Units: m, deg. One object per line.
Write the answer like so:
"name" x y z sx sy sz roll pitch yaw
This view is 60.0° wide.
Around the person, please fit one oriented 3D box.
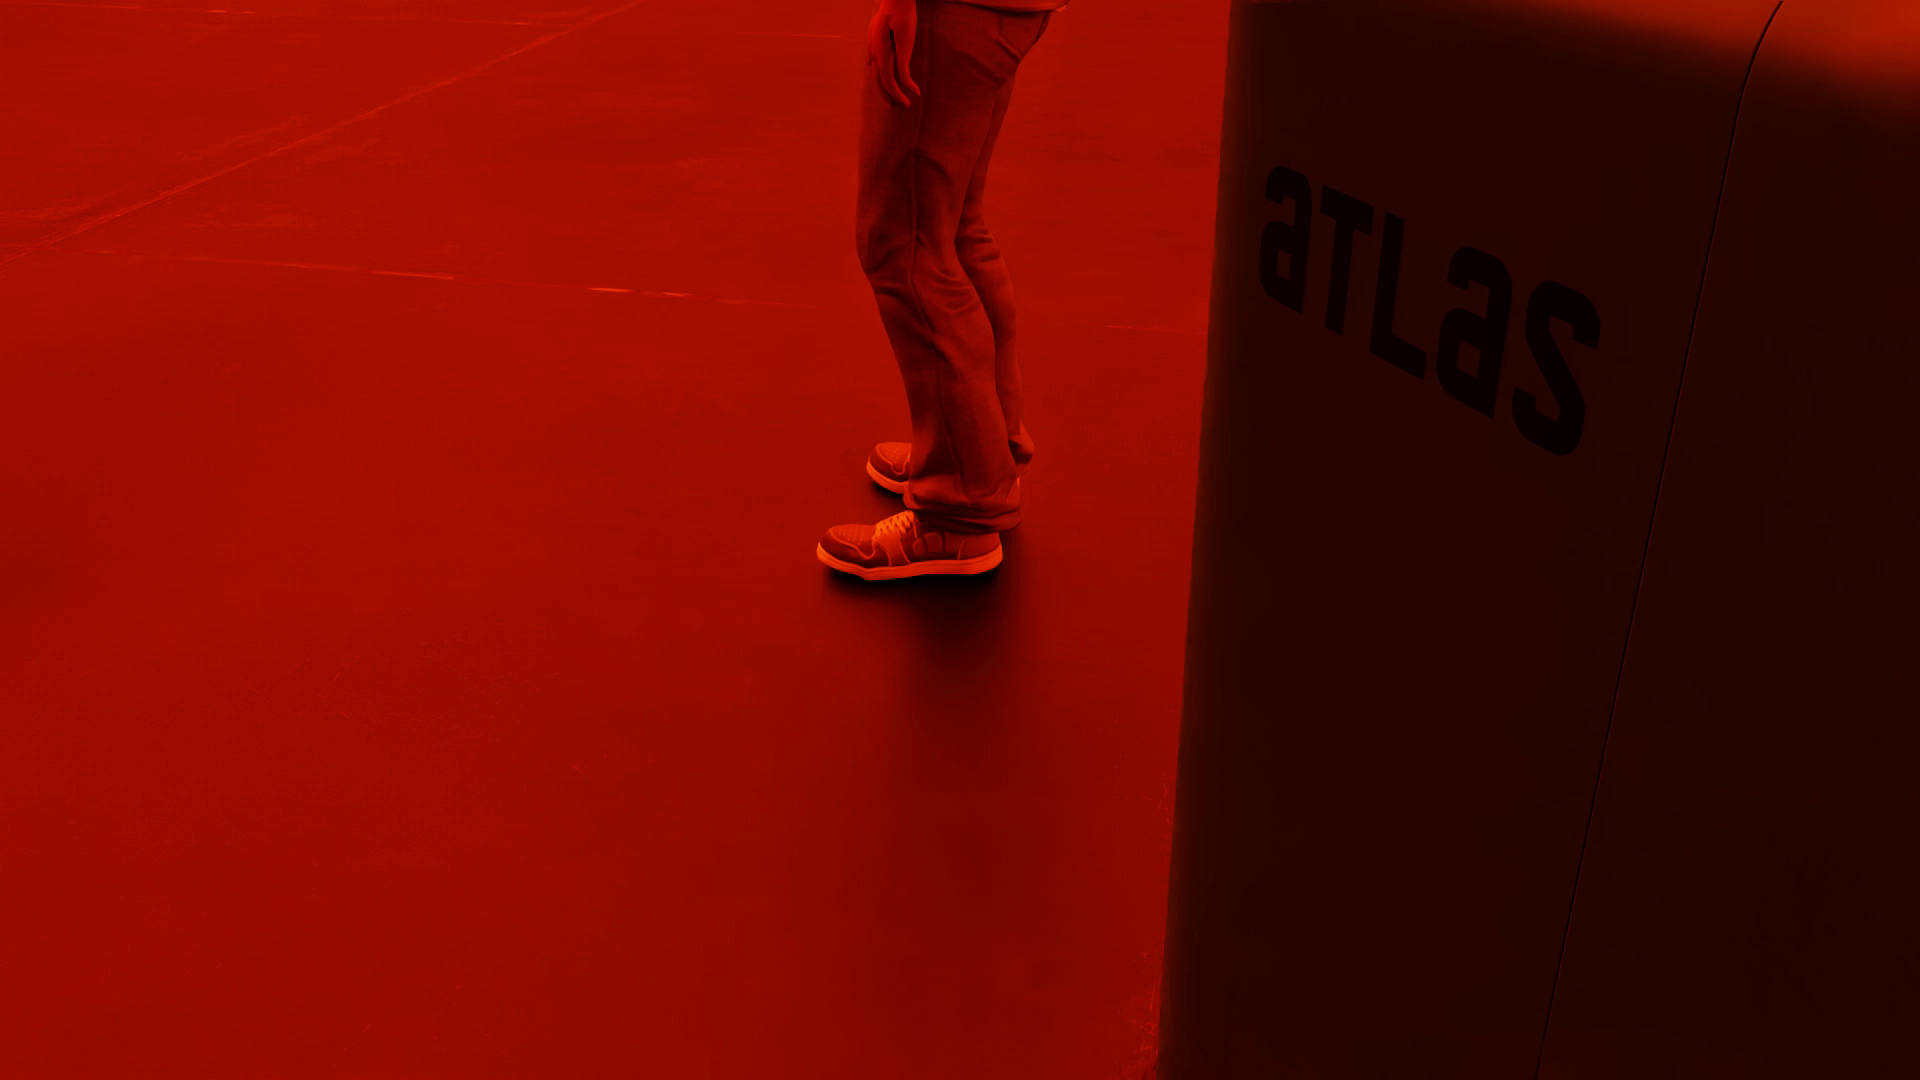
"person" -0.022 -0.705 2.143 0.344 1.581 0.467 5 27 9
